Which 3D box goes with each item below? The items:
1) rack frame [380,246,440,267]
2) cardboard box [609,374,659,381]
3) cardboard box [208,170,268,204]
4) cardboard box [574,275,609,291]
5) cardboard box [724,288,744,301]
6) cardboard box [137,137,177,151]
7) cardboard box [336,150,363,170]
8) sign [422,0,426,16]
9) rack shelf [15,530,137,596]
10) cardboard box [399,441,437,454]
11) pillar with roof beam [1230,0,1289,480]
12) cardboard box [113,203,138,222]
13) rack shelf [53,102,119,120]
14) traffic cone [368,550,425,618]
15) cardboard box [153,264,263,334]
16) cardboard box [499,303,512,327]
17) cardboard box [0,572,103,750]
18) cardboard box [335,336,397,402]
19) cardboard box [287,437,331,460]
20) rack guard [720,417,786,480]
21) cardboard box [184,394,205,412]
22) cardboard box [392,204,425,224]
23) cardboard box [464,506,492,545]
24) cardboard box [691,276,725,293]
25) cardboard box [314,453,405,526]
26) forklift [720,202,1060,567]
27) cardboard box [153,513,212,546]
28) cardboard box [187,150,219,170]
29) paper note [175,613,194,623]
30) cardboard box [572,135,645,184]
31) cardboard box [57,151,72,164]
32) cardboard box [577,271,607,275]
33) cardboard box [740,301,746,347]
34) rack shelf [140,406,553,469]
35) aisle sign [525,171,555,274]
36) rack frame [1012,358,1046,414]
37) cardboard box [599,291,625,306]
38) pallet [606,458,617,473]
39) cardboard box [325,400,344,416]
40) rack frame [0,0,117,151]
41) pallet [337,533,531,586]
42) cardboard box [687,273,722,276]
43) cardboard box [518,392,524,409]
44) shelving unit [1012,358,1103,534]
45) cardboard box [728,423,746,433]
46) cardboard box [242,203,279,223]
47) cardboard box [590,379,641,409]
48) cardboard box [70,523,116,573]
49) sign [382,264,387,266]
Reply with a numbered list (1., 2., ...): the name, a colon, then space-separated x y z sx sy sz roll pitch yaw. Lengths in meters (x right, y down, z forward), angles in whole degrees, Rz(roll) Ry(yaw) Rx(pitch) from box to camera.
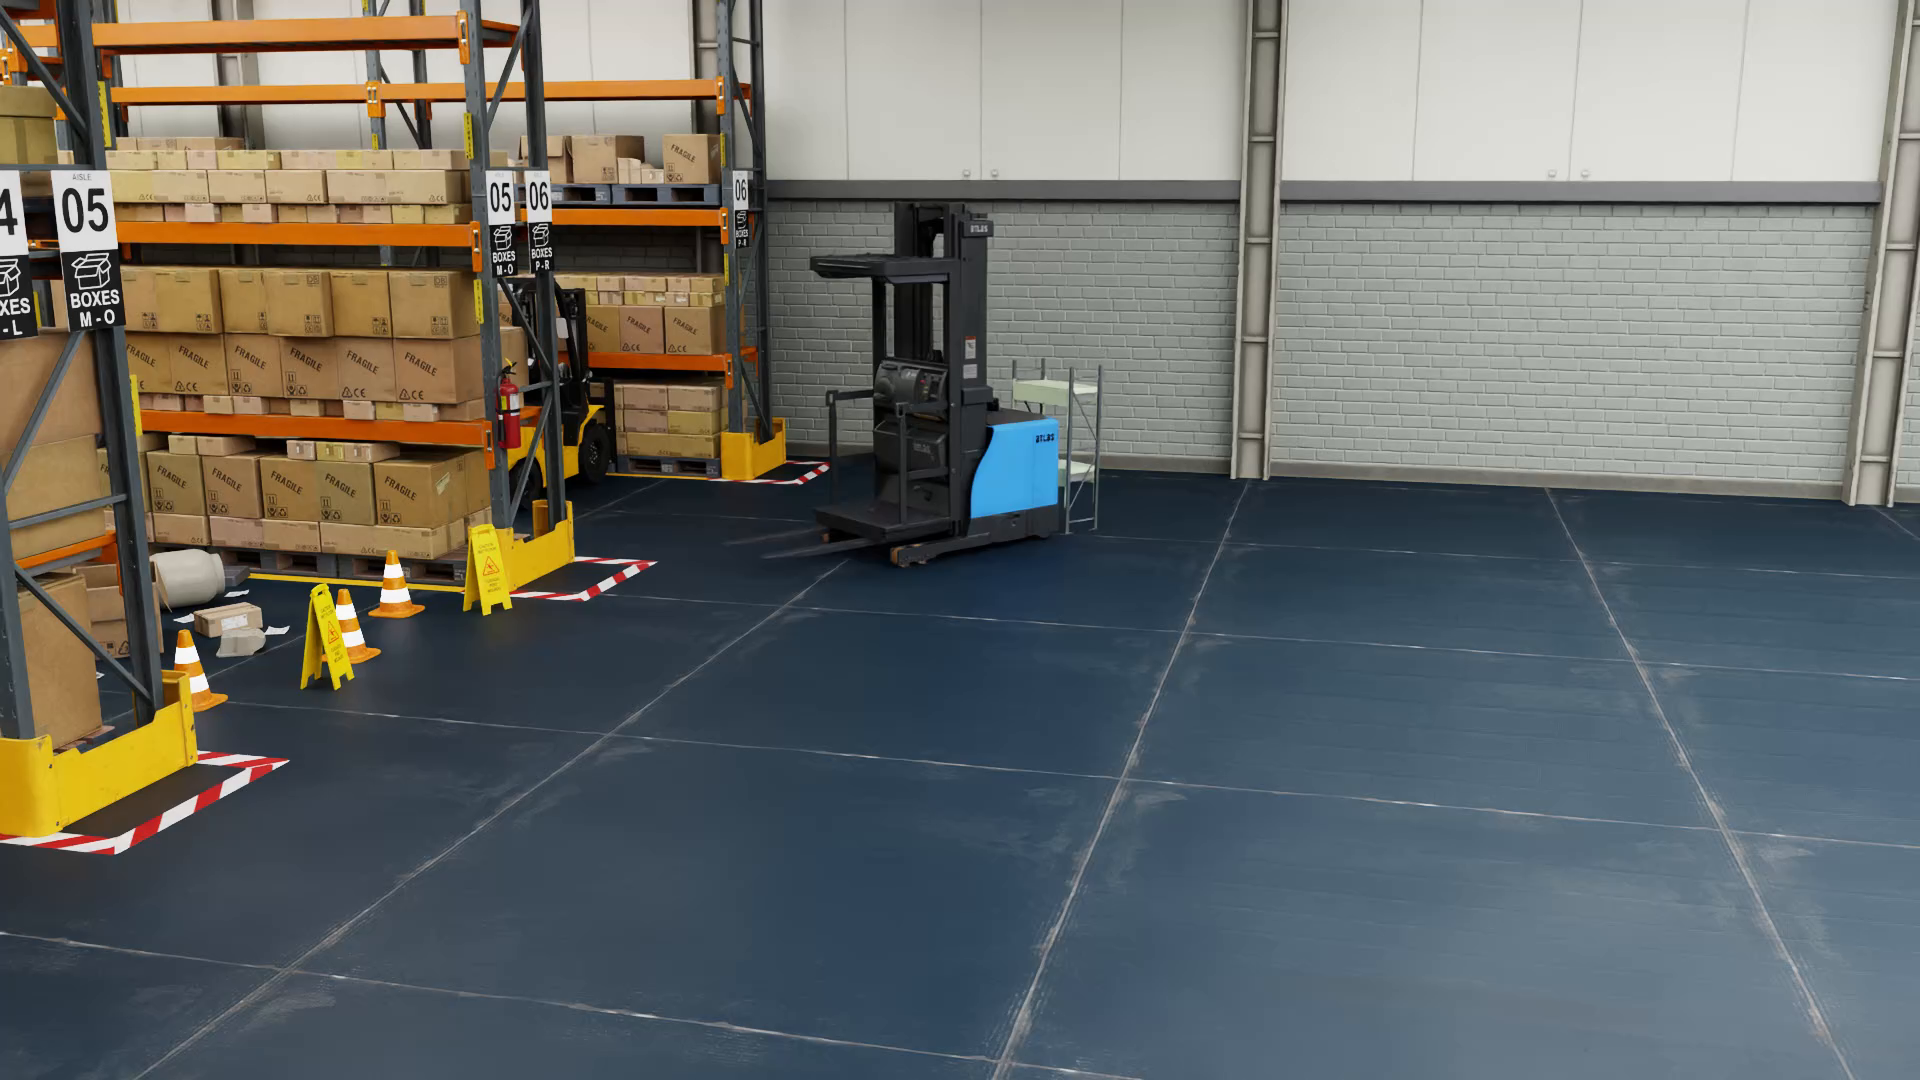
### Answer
1. rack frame: -6.148 -2.432 18.771 0.127 3.000 1.000 3 13 14
2. cardboard box: -3.655 -1.694 18.512 0.500 0.250 0.500 3 13 13
3. cardboard box: -5.495 -2.765 13.005 0.500 0.250 0.500 3 13 14
4. cardboard box: -3.926 -2.755 17.810 0.250 0.149 0.380 3 13 15
5. cardboard box: -2.532 -2.662 18.080 0.250 0.149 0.380 3 13 12
6. cardboard box: -8.873 -4.313 18.891 0.500 0.500 0.700 3 13 12
7. cardboard box: -4.576 -2.922 12.792 0.250 0.149 0.380 3 13 14
8. sign: -5.991 -6.010 18.523 0.005 0.325 0.100 3 13 14
9. rack shelf: -6.480 0.113 8.960 4.000 0.370 1.077 3 13 14
10. cardboard box: -4.699 -0.537 13.875 0.500 0.500 0.500 3 13 11
11. pillar with roof beam: 2.069 -4.162 12.719 0.400 9.000 9.100 3 13 14
12. cardboard box: -6.582 -2.647 13.395 0.250 0.149 0.380 3 13 14
13. rack shelf: -11.973 -5.126 19.646 4.000 0.370 1.077 3 13 14
14. traffic cone: -4.177 0.307 12.283 0.334 0.463 0.336 3 13 14
15. cardboard box: -5.987 -1.939 13.323 0.500 0.500 0.700 3 13 12
16. cardboard box: -4.778 -2.354 18.186 0.500 0.500 0.500 3 13 13
17. cardboard box: -5.212 0.676 8.695 0.875 0.875 0.875 3 13 14
18. cardboard box: -4.528 -1.372 13.074 0.500 0.500 0.500 3 13 14
19. cardboard box: -5.162 -0.745 13.318 0.250 0.149 0.380 4 13 16
20. rack guard: -2.241 -1.003 18.101 0.348 0.500 1.175 3 13 14
21. cardboard box: -6.084 -1.145 13.548 0.250 0.149 0.380 3 13 13
22. cardboard box: -4.113 -2.488 12.678 0.250 0.149 0.380 3 13 14
23. cardboard box: -4.167 -0.143 13.833 0.500 0.250 0.500 3 13 13
24. cardboard box: -2.663 -2.710 17.606 0.250 0.149 0.380 3 13 14
25. cardboard box: -4.798 -0.423 13.360 0.500 0.500 0.500 4 13 16
26. forklift: -0.577 -1.334 13.982 3.031 2.935 1.130 -10 16 -38
27. cardboard box: -6.304 -0.138 13.810 0.500 0.250 0.500 4 13 17
28. cardboard box: -5.828 -2.978 13.046 0.250 0.149 0.380 3 13 13
29. paper note: -5.633 0.568 12.128 0.142 0.019 0.148 8 15 33
30. cardboard box: -3.723 -4.038 17.650 0.500 0.500 0.700 3 13 14
31. cardboard box: -7.106 -3.034 13.298 0.250 0.149 0.380 3 13 13
32. cardboard box: -4.034 -2.884 18.392 0.250 0.149 0.380 3 13 14
33. cardboard box: -2.679 -2.358 18.204 0.500 0.500 0.500 3 13 15
34. rack shelf: -5.392 -0.933 13.676 4.000 0.370 1.077 3 13 14
35. aisle sign: -3.316 -2.512 13.128 0.004 0.787 0.394 3 13 14
36. rack frame: 0.623 -0.931 15.436 0.400 1.500 0.023 -9 15 -41
37. cardboard box: -3.669 -2.602 17.807 0.250 0.149 0.380 3 13 12
38. pallet: -4.198 -0.958 18.564 1.213 0.211 1.003 3 13 14
39. cardboard box: -4.853 -1.090 13.301 0.250 0.149 0.380 3 13 14
40. rack frame: -7.334 -4.317 13.416 0.127 3.000 1.000 3 13 14
41. pallet: -4.304 0.127 13.673 1.213 0.211 1.003 3 13 14
42. cardboard box: -2.782 -2.825 18.125 0.250 0.149 0.380 4 13 15
43. cardboard box: -3.730 -1.119 13.433 0.250 0.149 0.380 3 13 14
44. shelving unit: 0.865 -0.871 15.168 0.431 1.500 0.755 -9 15 -41
45. cardboard box: -2.694 -1.154 18.388 0.500 0.250 0.500 3 13 14
46. cardboard box: -5.365 -2.552 12.968 0.250 0.149 0.380 3 13 13
47. cardboard box: -3.776 -1.583 18.014 0.500 0.250 0.500 3 13 14
48. cardboard box: -6.619 0.173 12.796 0.500 0.500 0.500 -9 15 -35
49. sign: -6.268 -2.844 18.138 0.005 0.325 0.100 3 13 14
